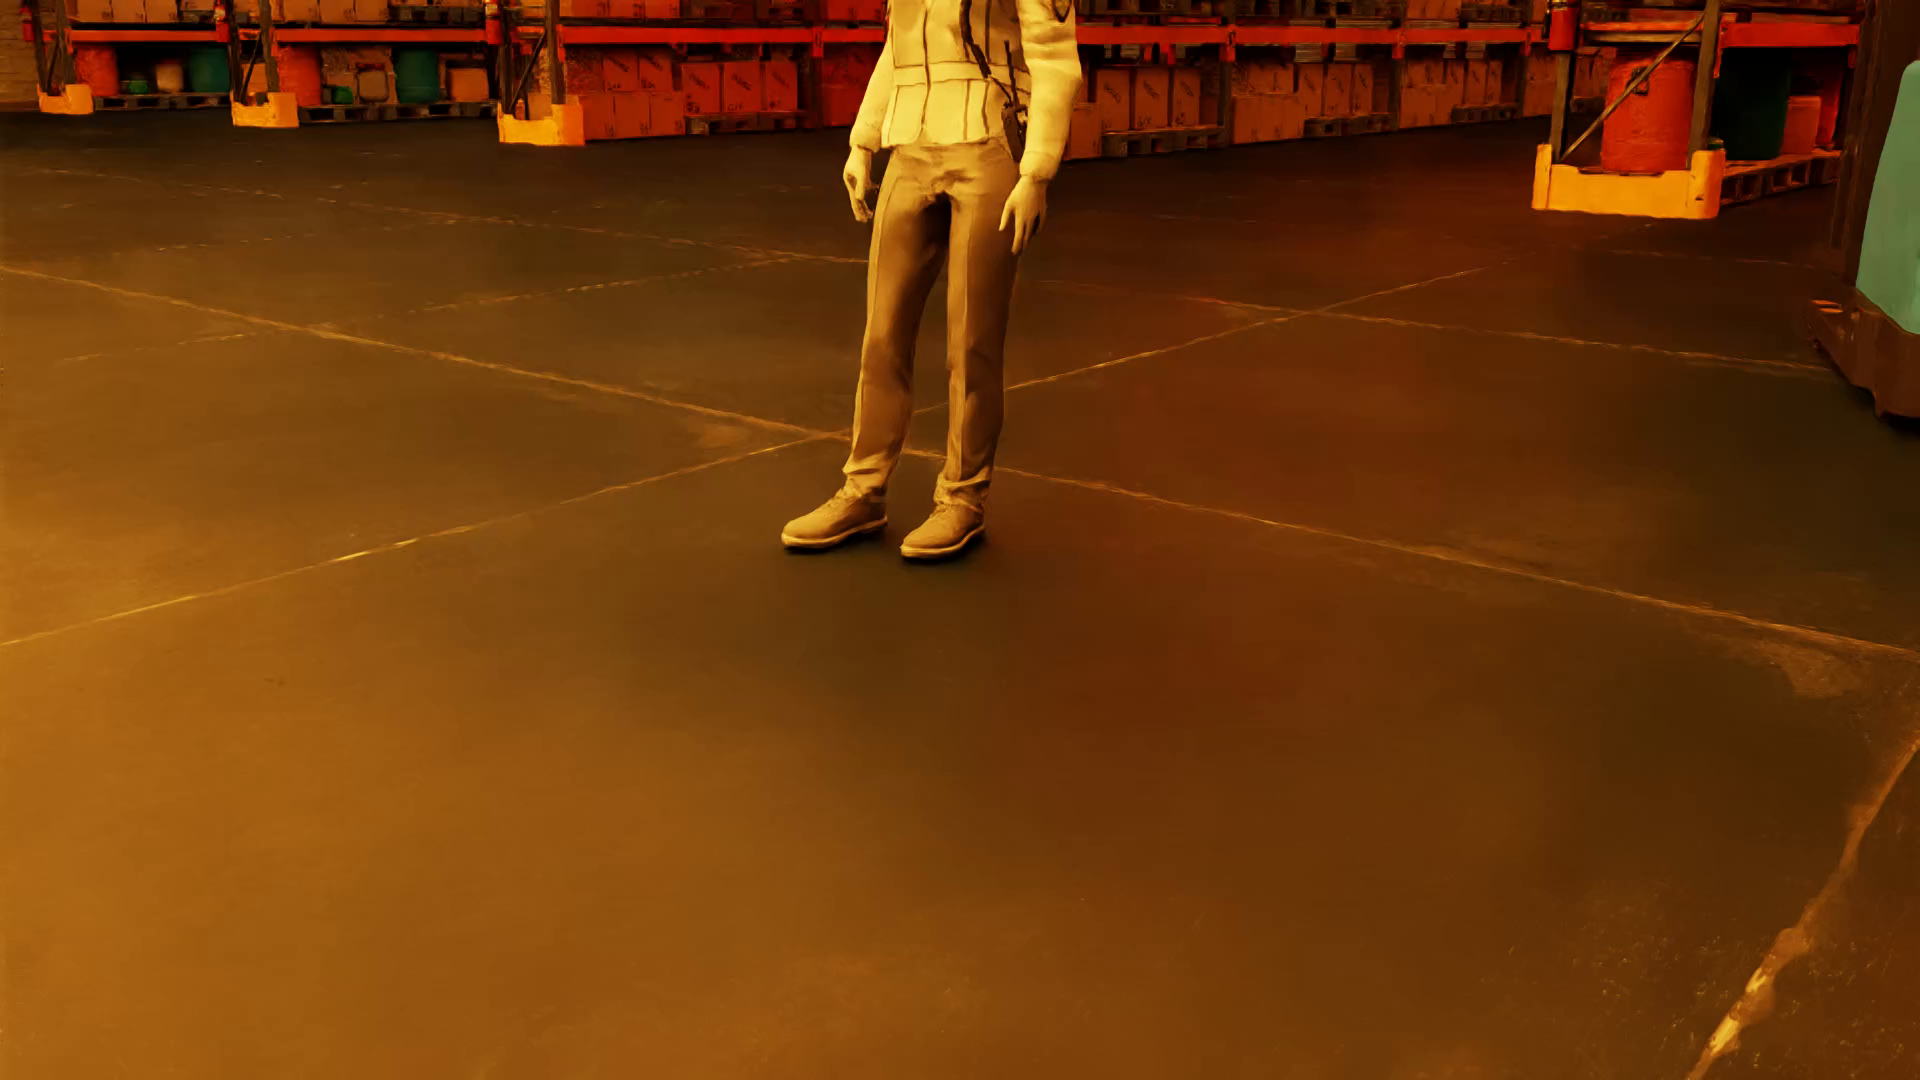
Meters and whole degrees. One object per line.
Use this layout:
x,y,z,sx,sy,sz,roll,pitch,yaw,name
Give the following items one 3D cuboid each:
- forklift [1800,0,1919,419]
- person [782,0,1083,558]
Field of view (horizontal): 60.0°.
3.733,-2.055,5.664,1.130,2.935,3.031,6,18,19,forklift
-0.056,-0.806,3.653,0.568,1.695,0.533,13,21,37,person
